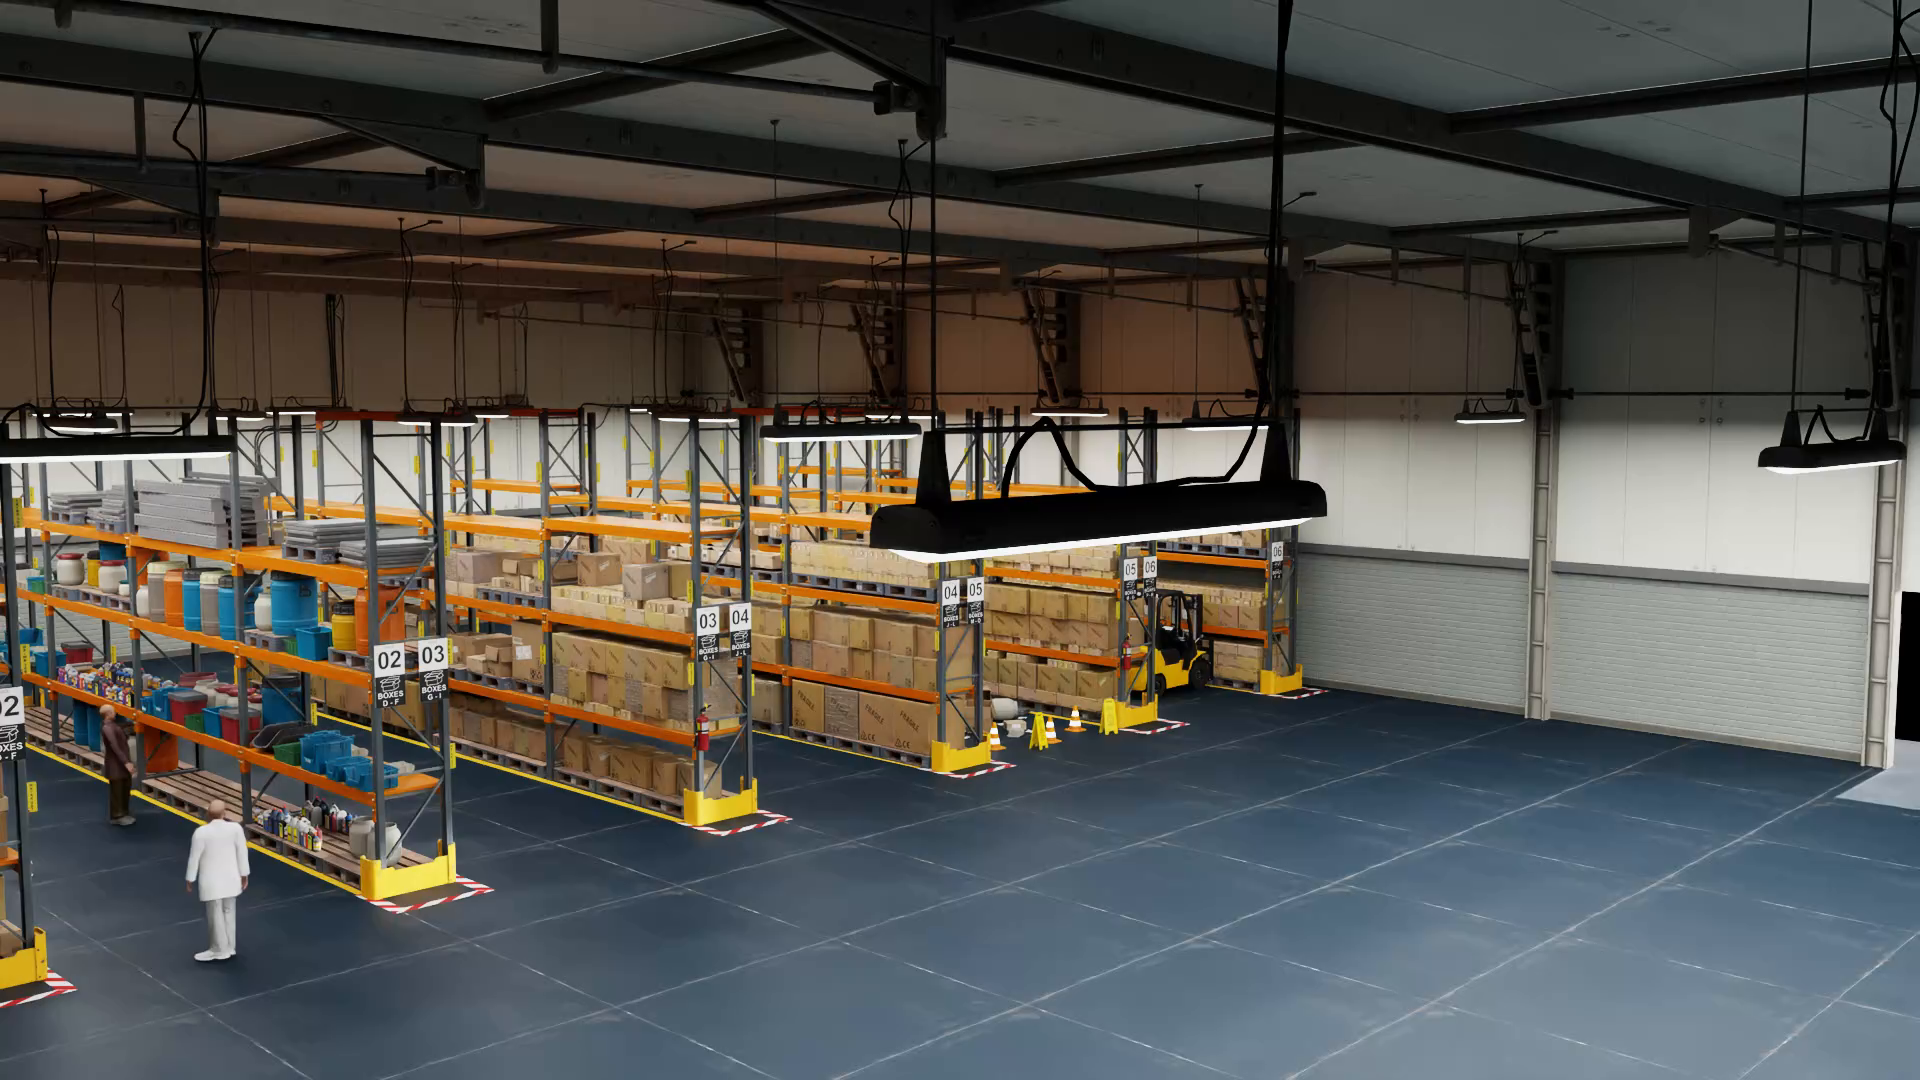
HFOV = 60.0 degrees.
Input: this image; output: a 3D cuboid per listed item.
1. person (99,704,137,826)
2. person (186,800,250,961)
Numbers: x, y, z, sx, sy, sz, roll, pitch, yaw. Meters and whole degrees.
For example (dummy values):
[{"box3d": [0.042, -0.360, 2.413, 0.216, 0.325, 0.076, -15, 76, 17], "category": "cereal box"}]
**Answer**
[{"box3d": [-12.343, 3.308, 24.437, 0.582, 1.829, 0.676, -1, 5, -7], "category": "person"}, {"box3d": [-8.306, 3.801, 18.622, 0.645, 1.807, 0.435, -4, 7, -39], "category": "person"}]
